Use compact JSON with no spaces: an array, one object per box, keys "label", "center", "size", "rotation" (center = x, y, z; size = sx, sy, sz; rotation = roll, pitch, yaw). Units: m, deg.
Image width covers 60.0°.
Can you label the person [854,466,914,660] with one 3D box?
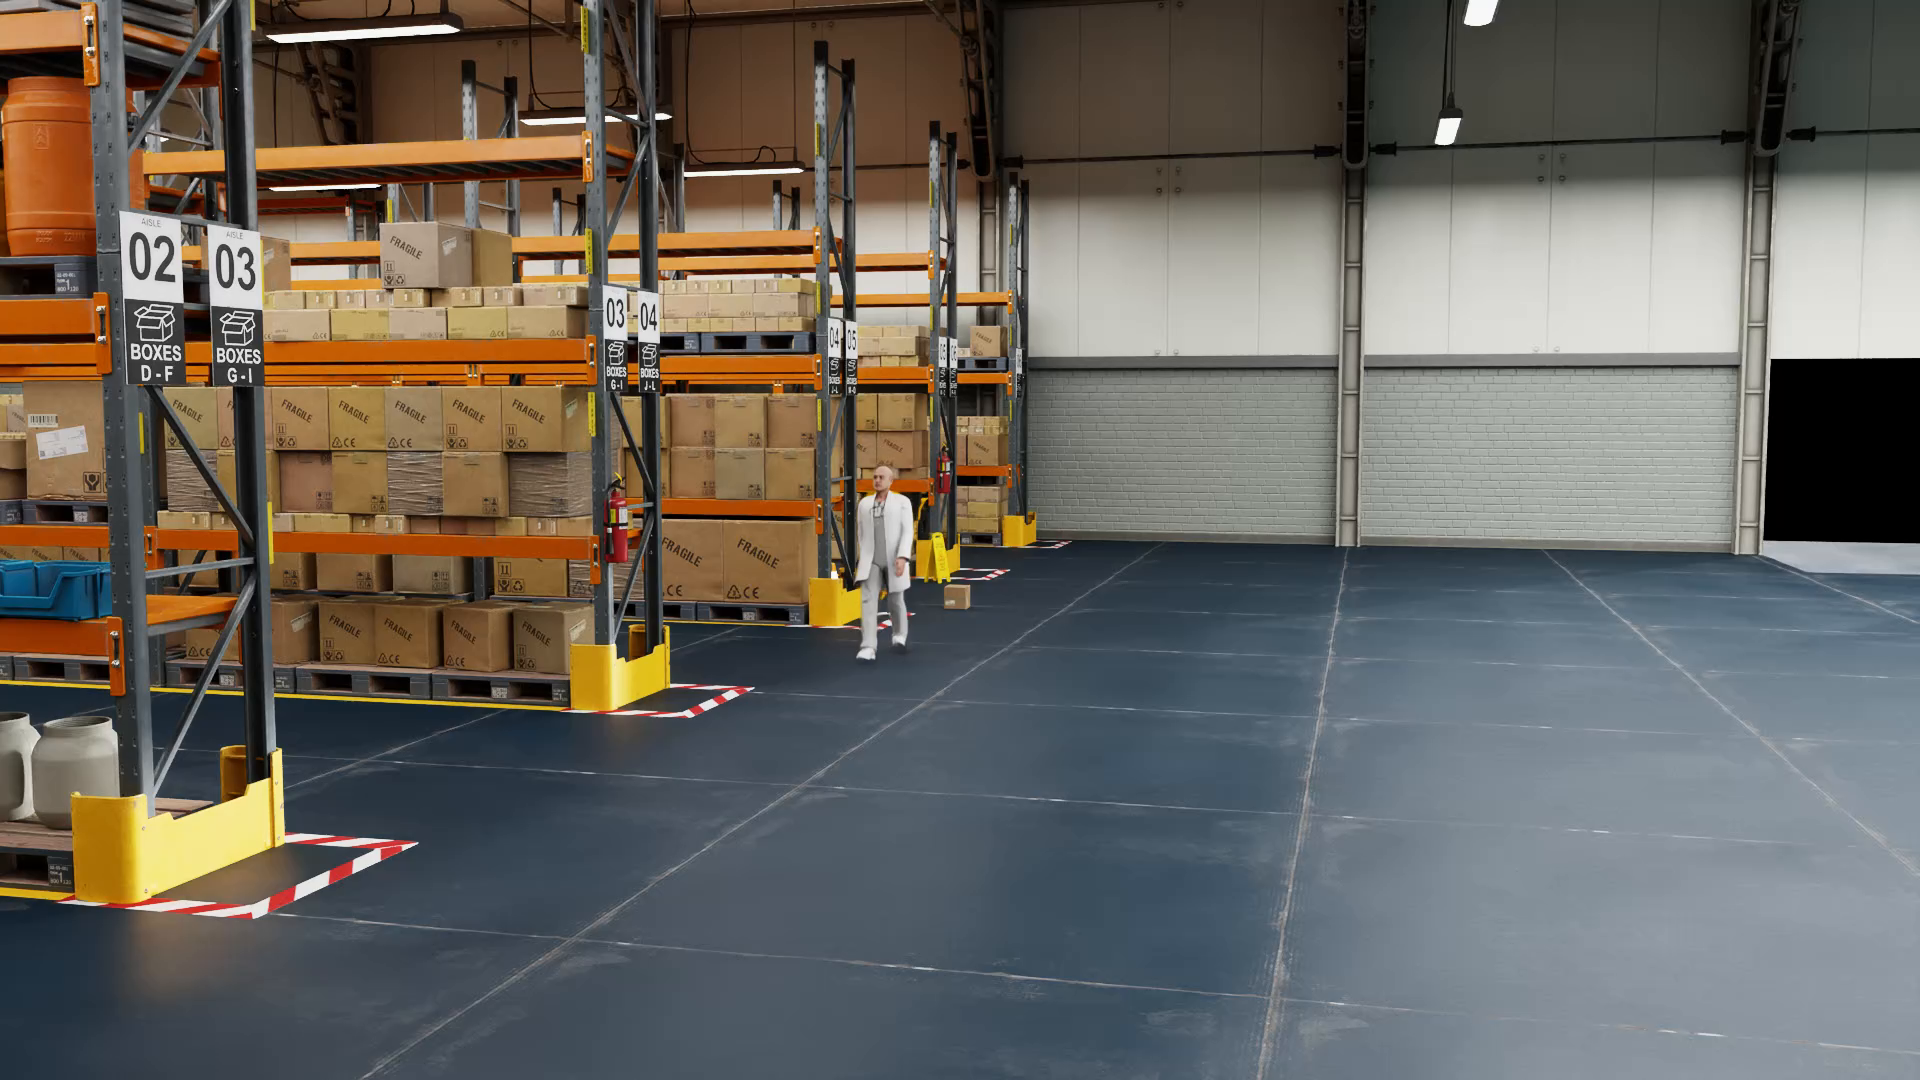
[{"label":"person","center":[-0.689,0.196,15.104],"size":[0.556,1.730,1.118],"rotation":[1,5,9]}]
